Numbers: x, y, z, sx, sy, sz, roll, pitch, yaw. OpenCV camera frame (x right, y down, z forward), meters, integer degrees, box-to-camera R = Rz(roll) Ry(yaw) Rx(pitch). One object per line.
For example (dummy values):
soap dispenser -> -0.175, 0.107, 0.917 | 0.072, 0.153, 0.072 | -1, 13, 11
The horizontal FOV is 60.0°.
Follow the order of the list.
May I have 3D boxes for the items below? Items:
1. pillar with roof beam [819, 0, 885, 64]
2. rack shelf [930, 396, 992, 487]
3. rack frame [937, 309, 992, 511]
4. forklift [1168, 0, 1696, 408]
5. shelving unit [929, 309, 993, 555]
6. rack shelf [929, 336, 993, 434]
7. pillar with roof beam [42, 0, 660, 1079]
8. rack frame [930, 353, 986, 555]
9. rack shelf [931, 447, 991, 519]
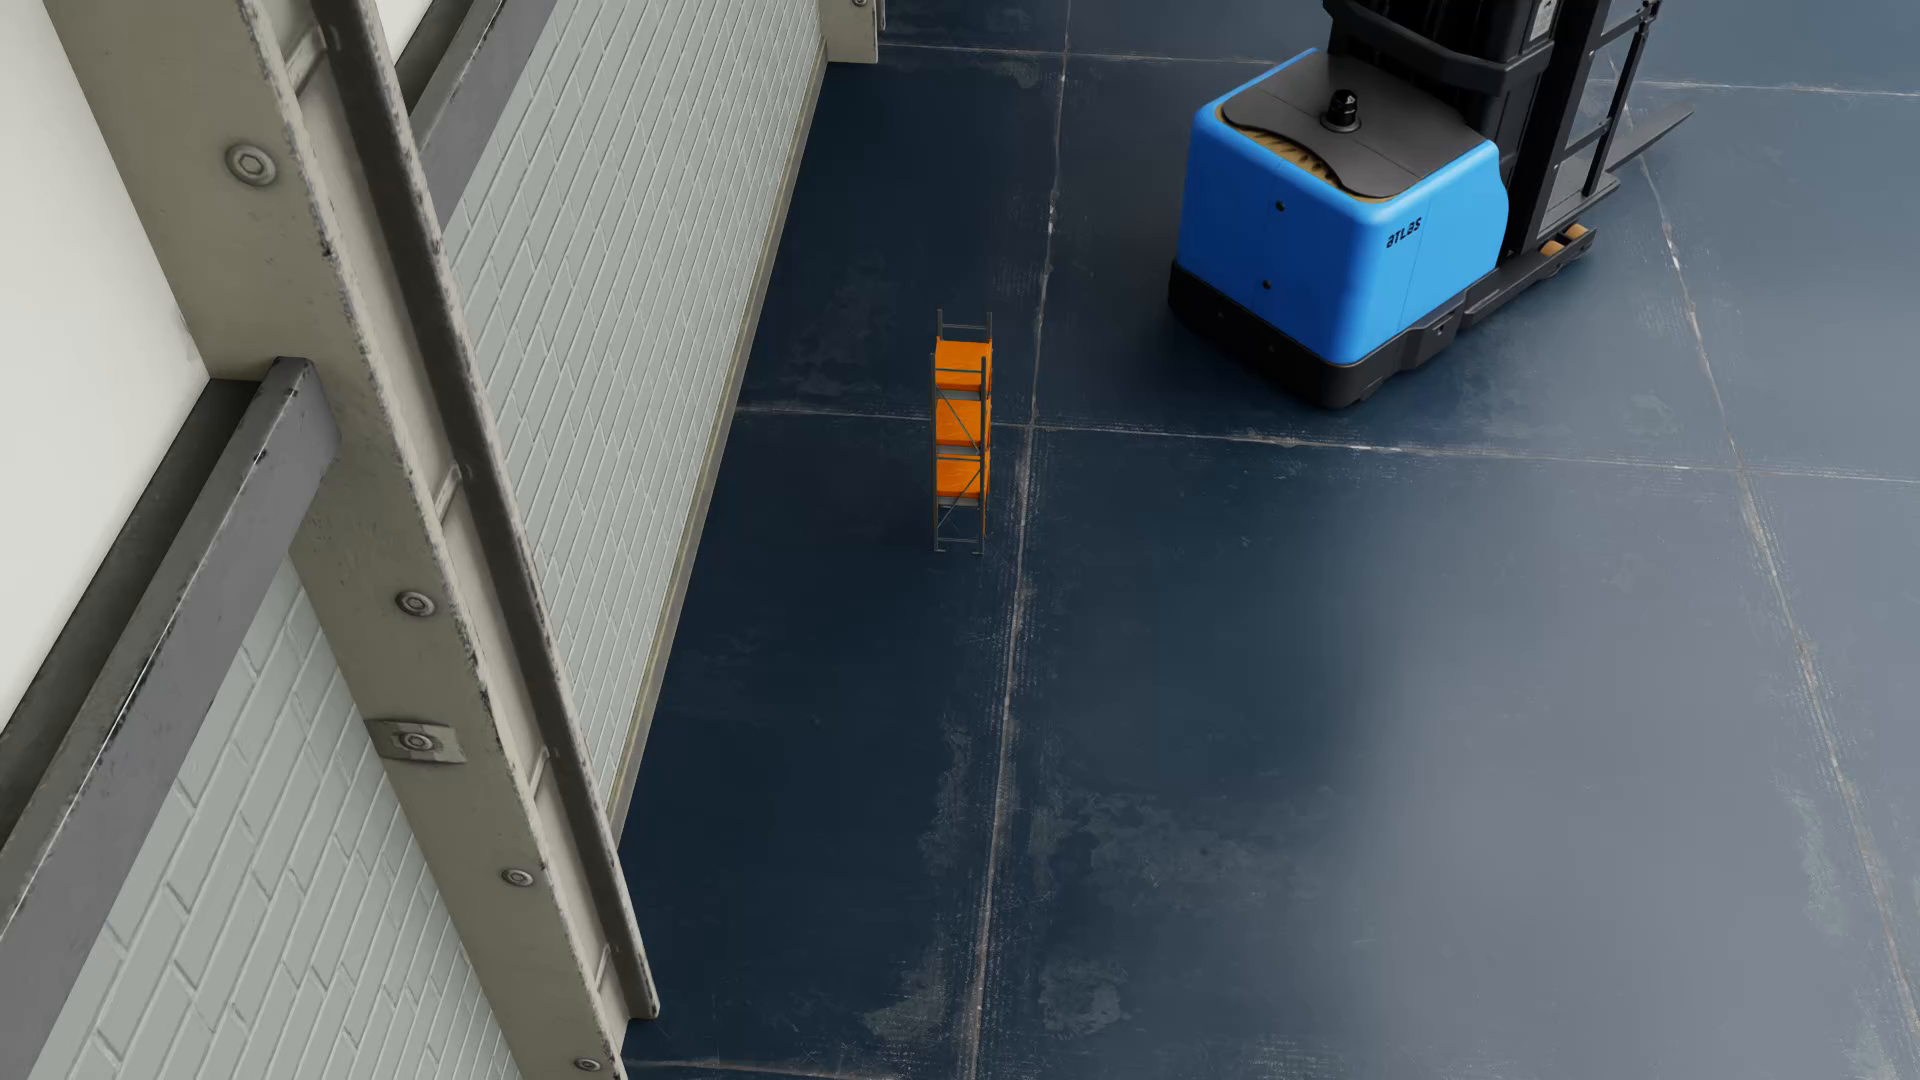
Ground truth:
pillar with roof beam -> 3.693, -5.525, 5.705 | 9.100, 9.000, 0.400 | 4, 48, 4
rack shelf -> 0.005, -0.386, 6.406 | 0.215, 0.259, 0.240 | 4, 48, 4
rack frame -> 0.016, -0.483, 6.481 | 0.200, 1.050, 0.008 | 4, 48, 4
forklift -> 2.398, -2.503, 7.053 | 3.031, 2.935, 1.130 | -33, 55, -26
shelving unit -> 0.005, -0.394, 6.399 | 0.215, 1.050, 0.252 | 4, 48, 4
rack shelf -> 0.005, -0.578, 6.197 | 0.215, 0.259, 0.240 | 4, 48, 4
pillar with roof beam -> 3.146, -1.116, 1.672 | 9.100, 9.000, 0.400 | 4, 48, 4
rack frame -> -0.006, -0.304, 6.317 | 0.200, 1.050, 0.008 | 4, 48, 4
rack shelf -> 0.005, -0.199, 6.611 | 0.215, 0.259, 0.240 | 4, 48, 4
